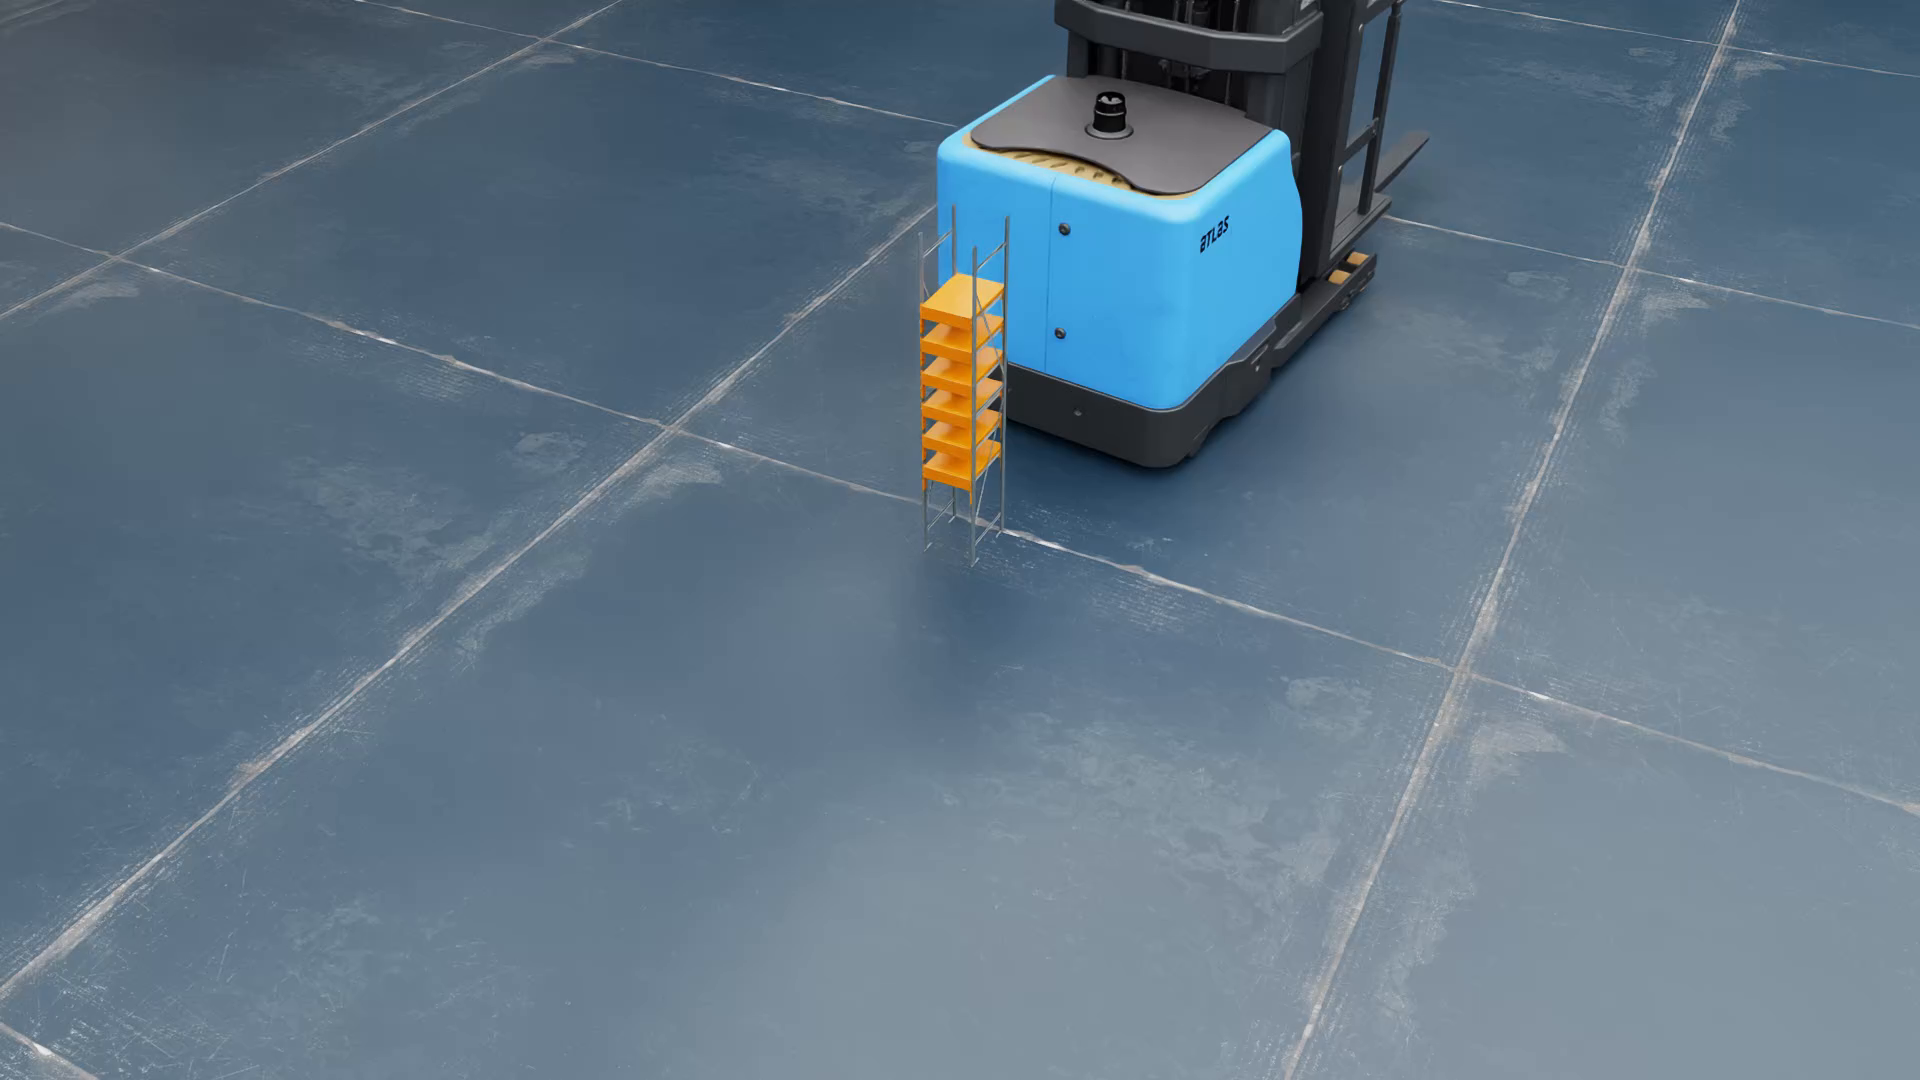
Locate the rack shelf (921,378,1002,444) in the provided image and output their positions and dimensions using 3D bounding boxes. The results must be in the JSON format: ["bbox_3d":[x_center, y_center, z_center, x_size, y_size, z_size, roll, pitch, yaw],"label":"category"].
[{"bbox_3d":[0.013,-0.438,5.409,0.180,0.103,0.258,17,41,21],"label":"rack shelf"}]

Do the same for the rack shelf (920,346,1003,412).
[{"bbox_3d":[0.013,-0.534,5.336,0.180,0.103,0.258,17,41,21],"label":"rack shelf"}]

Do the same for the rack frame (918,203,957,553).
[{"bbox_3d":[-0.068,-0.499,5.415,0.006,1.200,0.240,17,41,21],"label":"rack frame"}]

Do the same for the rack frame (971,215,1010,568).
[{"bbox_3d":[0.094,-0.448,5.348,0.006,1.200,0.240,17,41,21],"label":"rack frame"}]

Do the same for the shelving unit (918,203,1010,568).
[{"bbox_3d":[0.013,-0.474,5.382,0.189,1.200,0.258,17,41,21],"label":"shelving unit"}]

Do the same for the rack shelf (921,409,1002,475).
[{"bbox_3d":[0.013,-0.343,5.481,0.180,0.103,0.258,17,41,21],"label":"rack shelf"}]

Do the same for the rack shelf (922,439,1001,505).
[{"bbox_3d":[0.013,-0.247,5.554,0.180,0.103,0.258,17,41,21],"label":"rack shelf"}]

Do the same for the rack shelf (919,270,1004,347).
[{"bbox_3d":[0.013,-0.725,5.191,0.180,0.103,0.258,17,41,21],"label":"rack shelf"}]

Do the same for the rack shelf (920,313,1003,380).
[{"bbox_3d":[0.013,-0.630,5.264,0.180,0.103,0.258,17,41,21],"label":"rack shelf"}]

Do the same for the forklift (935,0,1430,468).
[{"bbox_3d":[1.133,-2.282,6.332,1.130,2.935,3.031,22,42,26],"label":"forklift"}]
